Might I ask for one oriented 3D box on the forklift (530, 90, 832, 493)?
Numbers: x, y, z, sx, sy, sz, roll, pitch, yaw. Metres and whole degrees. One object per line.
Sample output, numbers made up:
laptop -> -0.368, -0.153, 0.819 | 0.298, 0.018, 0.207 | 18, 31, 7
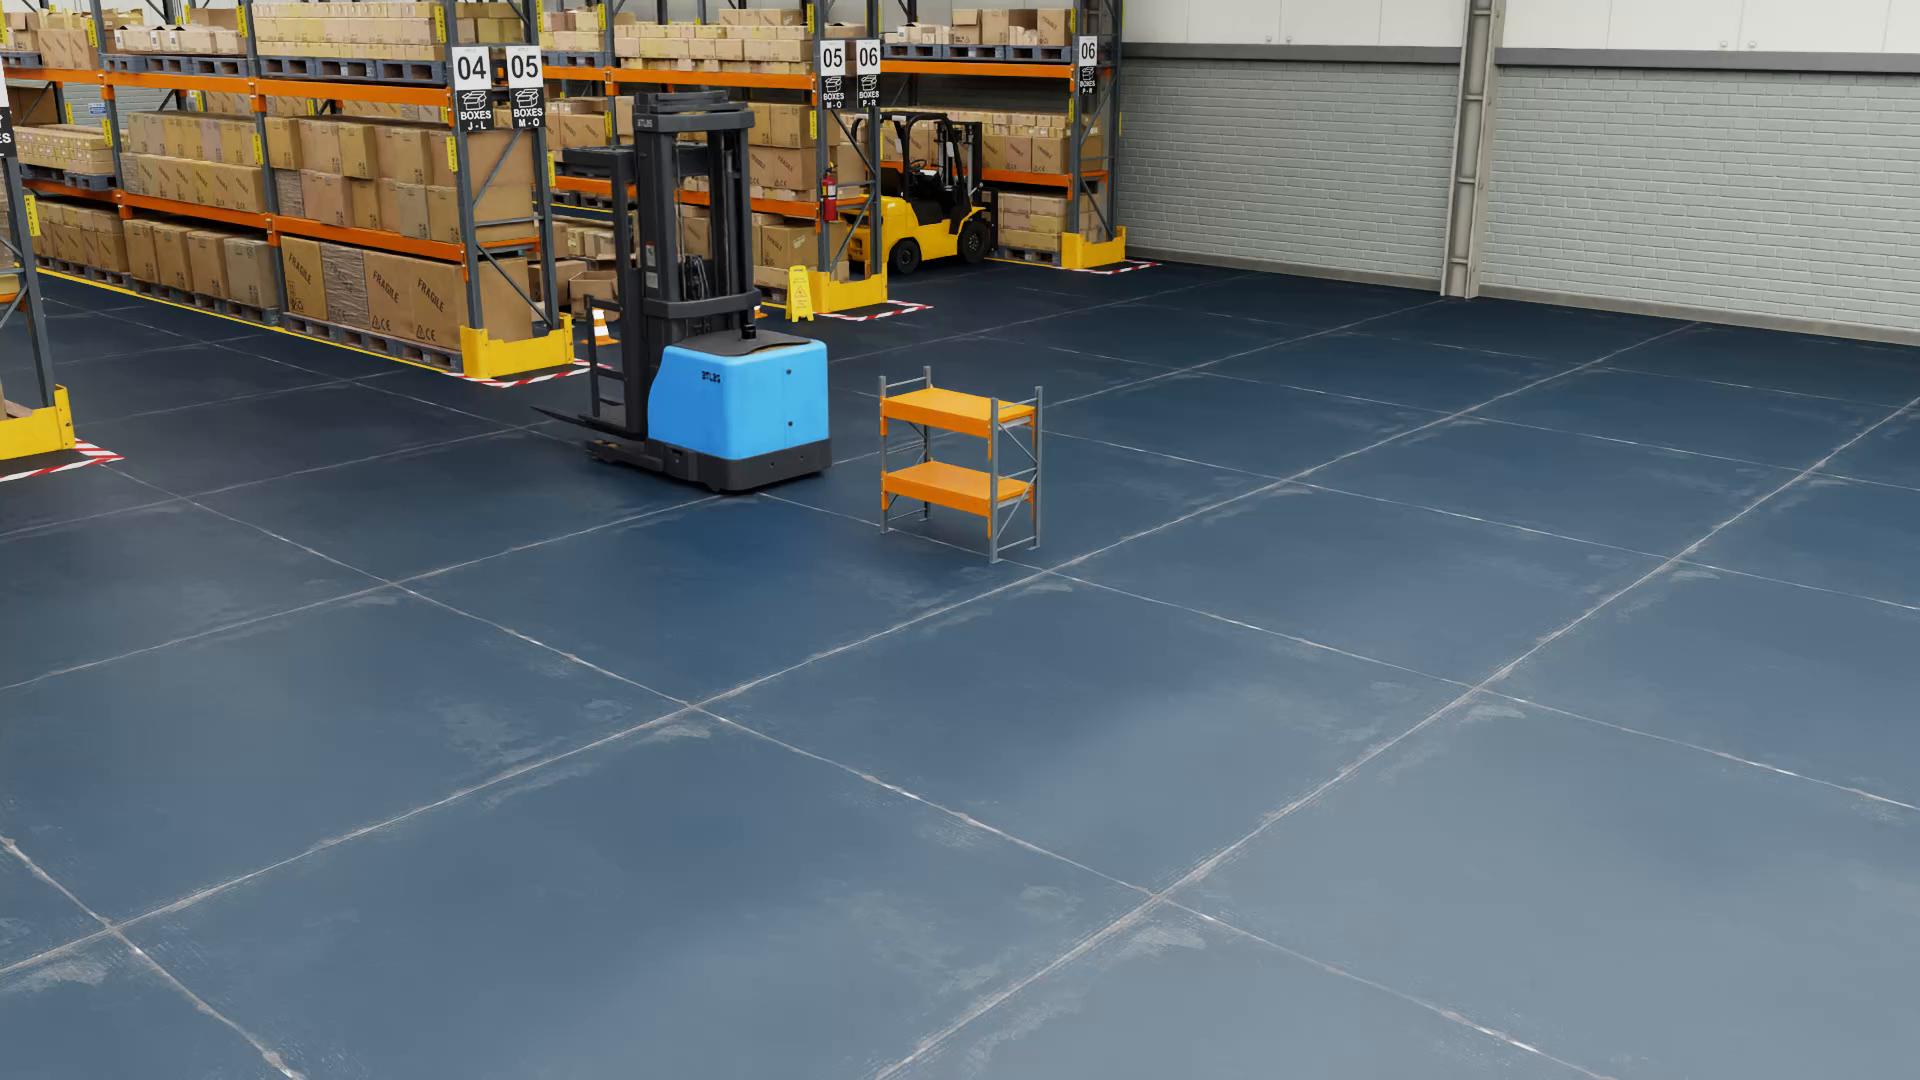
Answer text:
forklift -> -2.438, -2.116, 13.435 | 3.031, 2.935, 1.130 | 16, 24, 41

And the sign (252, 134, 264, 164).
sign -> -7.913, -4.403, 18.743 | 0.005, 0.325, 0.100 | 15, 23, 39

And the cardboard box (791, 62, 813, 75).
cardboard box -> -1.811, -5.669, 19.972 | 0.250, 0.149, 0.380 | 15, 23, 39

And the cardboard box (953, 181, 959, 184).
cardboard box -> -0.172, -5.490, 26.151 | 0.500, 0.250, 0.500 | 15, 23, 38

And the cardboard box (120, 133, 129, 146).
cardboard box -> -11.152, -5.421, 22.471 | 0.250, 0.149, 0.380 | 15, 23, 39

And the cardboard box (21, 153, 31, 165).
cardboard box -> -12.781, -5.310, 23.105 | 0.250, 0.149, 0.380 | 14, 22, 37

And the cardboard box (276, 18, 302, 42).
cardboard box -> -7.002, -5.499, 17.917 | 0.500, 0.250, 0.500 | 15, 23, 39

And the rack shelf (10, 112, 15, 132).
rack shelf -> -9.432, -3.597, 14.217 | 4.000, 0.370, 1.077 | 15, 23, 39

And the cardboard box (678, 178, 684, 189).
cardboard box -> -3.503, -4.709, 21.905 | 0.250, 0.149, 0.380 | 15, 23, 39

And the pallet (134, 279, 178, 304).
pallet -> -10.012, -3.312, 21.699 | 1.213, 0.211, 1.003 | 15, 23, 39

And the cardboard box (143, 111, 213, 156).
cardboard box -> -9.843, -5.147, 21.053 | 0.500, 0.500, 0.700 | 15, 23, 38

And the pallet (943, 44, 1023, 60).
pallet -> 0.506, -7.255, 24.699 | 1.213, 0.211, 1.003 | 15, 23, 39

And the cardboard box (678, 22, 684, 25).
cardboard box -> -4.630, -8.849, 28.676 | 0.250, 0.149, 0.380 | 14, 22, 37

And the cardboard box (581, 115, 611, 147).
cardboard box -> -4.848, -5.584, 22.897 | 0.500, 0.500, 0.500 | 15, 23, 38

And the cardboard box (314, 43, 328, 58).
cardboard box -> -6.559, -5.166, 17.528 | 0.250, 0.149, 0.380 | 15, 23, 39

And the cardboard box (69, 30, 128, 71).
cardboard box -> -11.147, -6.351, 21.541 | 0.500, 0.500, 0.500 | 15, 23, 39

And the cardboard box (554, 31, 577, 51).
cardboard box -> -5.258, -6.899, 22.987 | 0.500, 0.250, 0.500 | 15, 23, 40

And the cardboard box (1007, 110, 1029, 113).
cardboard box -> 0.925, -6.374, 25.008 | 0.250, 0.149, 0.380 | 14, 23, 38

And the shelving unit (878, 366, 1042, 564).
shelving unit -> -0.005, -0.538, 11.446 | 1.048, 1.125, 0.538 | 15, 23, 39

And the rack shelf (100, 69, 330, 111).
rack shelf -> -9.056, -5.502, 20.219 | 4.000, 0.370, 1.077 | 15, 23, 39

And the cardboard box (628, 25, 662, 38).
cardboard box -> -4.117, -6.661, 21.780 | 0.250, 0.149, 0.380 | 16, 24, 41

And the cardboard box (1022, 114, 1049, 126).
cardboard box -> 1.107, -6.086, 24.100 | 0.250, 0.149, 0.380 | 16, 23, 40

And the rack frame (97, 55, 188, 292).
rack frame -> -10.552, -4.817, 21.830 | 0.127, 3.000, 1.000 | 15, 23, 39

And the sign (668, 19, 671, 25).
sign -> -3.995, -6.954, 22.752 | 0.005, 0.325, 0.100 | 15, 23, 39

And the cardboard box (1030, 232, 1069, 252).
cardboard box -> 1.373, -4.387, 24.327 | 0.500, 0.250, 0.500 | 15, 23, 40

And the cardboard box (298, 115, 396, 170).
cardboard box -> -6.818, -4.434, 18.590 | 0.550, 0.550, 0.875 | 15, 23, 39

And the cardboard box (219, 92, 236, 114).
cardboard box -> -12.764, -7.824, 29.489 | 0.500, 0.500, 0.500 | 14, 23, 38

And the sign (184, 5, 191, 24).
sign -> -13.698, -9.323, 29.494 | 0.005, 0.325, 0.100 | 15, 23, 39

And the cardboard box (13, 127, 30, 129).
cardboard box -> -13.341, -5.746, 23.496 | 0.250, 0.149, 0.380 | 16, 24, 41

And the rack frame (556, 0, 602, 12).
rack frame -> -7.041, -10.743, 30.587 | 0.127, 3.000, 1.000 | 15, 23, 39

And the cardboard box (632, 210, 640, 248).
cardboard box -> -4.088, -4.221, 22.565 | 0.500, 0.500, 0.500 | 16, 24, 42

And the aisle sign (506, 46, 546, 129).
aisle sign -> -4.316, -4.503, 16.544 | 0.004, 0.787, 0.394 | 15, 23, 39

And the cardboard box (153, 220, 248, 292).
cardboard box -> -9.500, -3.627, 21.106 | 0.750, 0.750, 1.050 | 15, 23, 40

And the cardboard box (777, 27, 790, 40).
cardboard box -> -1.974, -6.102, 20.019 | 0.250, 0.149, 0.380 | 16, 23, 40

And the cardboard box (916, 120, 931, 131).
cardboard box -> -0.451, -6.347, 25.414 | 0.250, 0.149, 0.380 | 16, 23, 40

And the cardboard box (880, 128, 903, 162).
cardboard box -> -0.899, -6.177, 25.951 | 0.500, 0.500, 0.500 | 14, 22, 38

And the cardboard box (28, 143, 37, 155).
cardboard box -> -12.569, -5.396, 22.886 | 0.250, 0.149, 0.380 | 15, 23, 38

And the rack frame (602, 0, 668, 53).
rack frame -> -4.350, -8.013, 21.984 | 0.127, 3.000, 1.000 | 15, 23, 39

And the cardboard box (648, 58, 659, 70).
cardboard box -> -3.862, -6.256, 21.821 | 0.250, 0.149, 0.380 | 15, 23, 39

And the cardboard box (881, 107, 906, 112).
cardboard box -> -1.016, -6.645, 25.861 | 0.250, 0.149, 0.380 | 16, 23, 40

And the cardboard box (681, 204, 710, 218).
cardboard box -> -3.445, -4.335, 21.853 | 0.250, 0.149, 0.380 | 17, 24, 42

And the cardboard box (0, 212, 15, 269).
cardboard box -> -8.329, -2.414, 13.604 | 0.500, 0.500, 0.875 | 15, 23, 39

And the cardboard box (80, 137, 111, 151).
cardboard box -> -11.223, -5.175, 21.698 | 0.250, 0.149, 0.380 | 14, 22, 37

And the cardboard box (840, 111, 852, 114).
cardboard box -> -1.905, -6.972, 27.383 | 0.250, 0.149, 0.380 | 15, 23, 39

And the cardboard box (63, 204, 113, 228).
cardboard box -> -11.992, -4.465, 22.921 | 0.500, 0.250, 0.500 | 16, 23, 41

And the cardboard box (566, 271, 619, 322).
cardboard box -> -4.352, -2.941, 20.045 | 0.637, 0.503, 0.797 | 0, 18, 2

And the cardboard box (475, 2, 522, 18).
cardboard box -> -4.606, -5.287, 16.591 | 0.250, 0.149, 0.380 | 15, 23, 40

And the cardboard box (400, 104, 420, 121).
cardboard box -> -8.291, -6.627, 25.716 | 0.500, 0.500, 0.500 | 16, 23, 40

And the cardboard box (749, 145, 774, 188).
cardboard box -> -2.318, -4.688, 20.768 | 0.500, 0.500, 0.500 | 15, 23, 39

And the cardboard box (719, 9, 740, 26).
cardboard box -> -3.670, -8.605, 27.784 | 0.500, 0.500, 0.500 | 15, 23, 40

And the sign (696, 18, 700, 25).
sign -> -4.411, -8.634, 28.046 | 0.005, 0.325, 0.100 | 15, 23, 39

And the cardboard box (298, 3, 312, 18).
cardboard box -> -6.749, -5.597, 17.568 | 0.250, 0.149, 0.380 | 15, 23, 40
